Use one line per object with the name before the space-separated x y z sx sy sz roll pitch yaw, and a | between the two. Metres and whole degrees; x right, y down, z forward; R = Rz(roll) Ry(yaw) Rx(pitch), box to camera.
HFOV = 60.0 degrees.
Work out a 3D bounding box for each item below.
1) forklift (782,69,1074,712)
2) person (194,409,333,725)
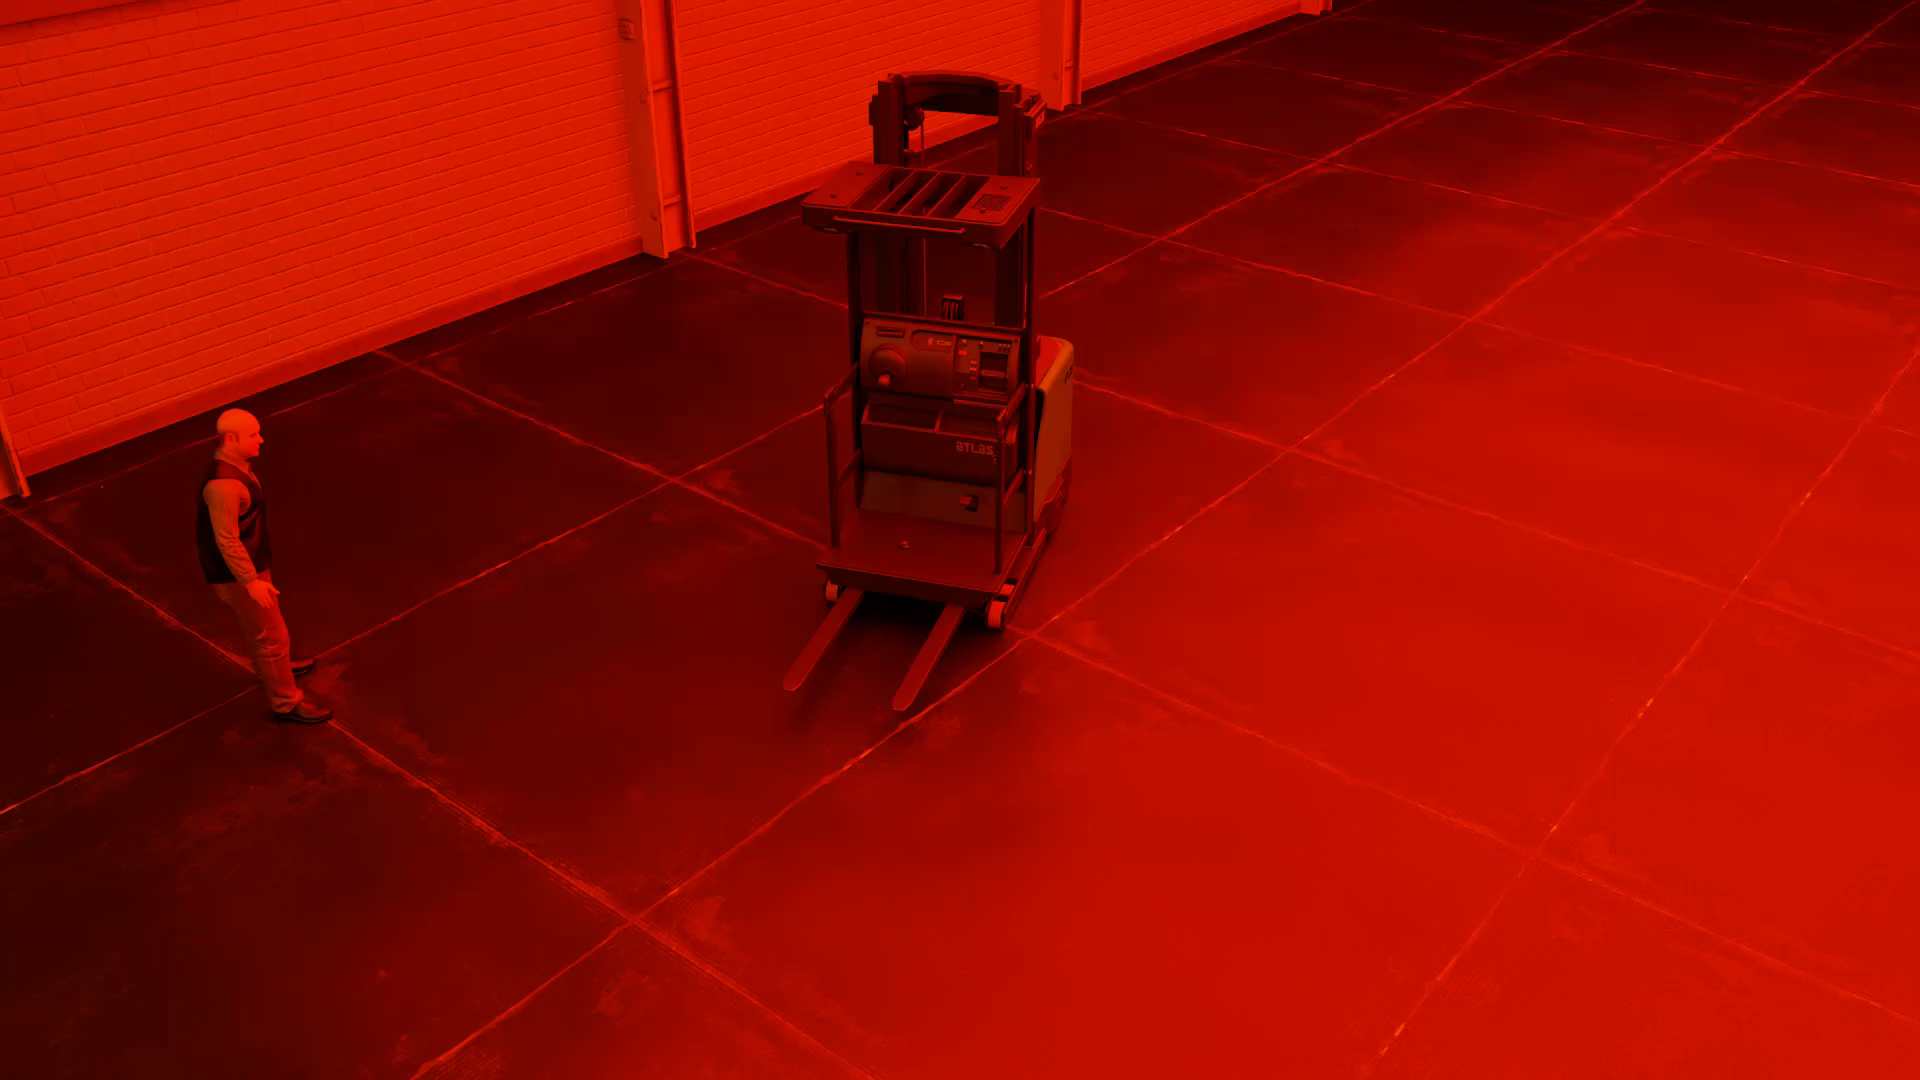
forklift | -0.176 -0.972 9.258 1.130 2.935 3.031 9 31 14
person | -3.652 0.133 8.571 0.453 1.721 0.686 -12 32 -20
